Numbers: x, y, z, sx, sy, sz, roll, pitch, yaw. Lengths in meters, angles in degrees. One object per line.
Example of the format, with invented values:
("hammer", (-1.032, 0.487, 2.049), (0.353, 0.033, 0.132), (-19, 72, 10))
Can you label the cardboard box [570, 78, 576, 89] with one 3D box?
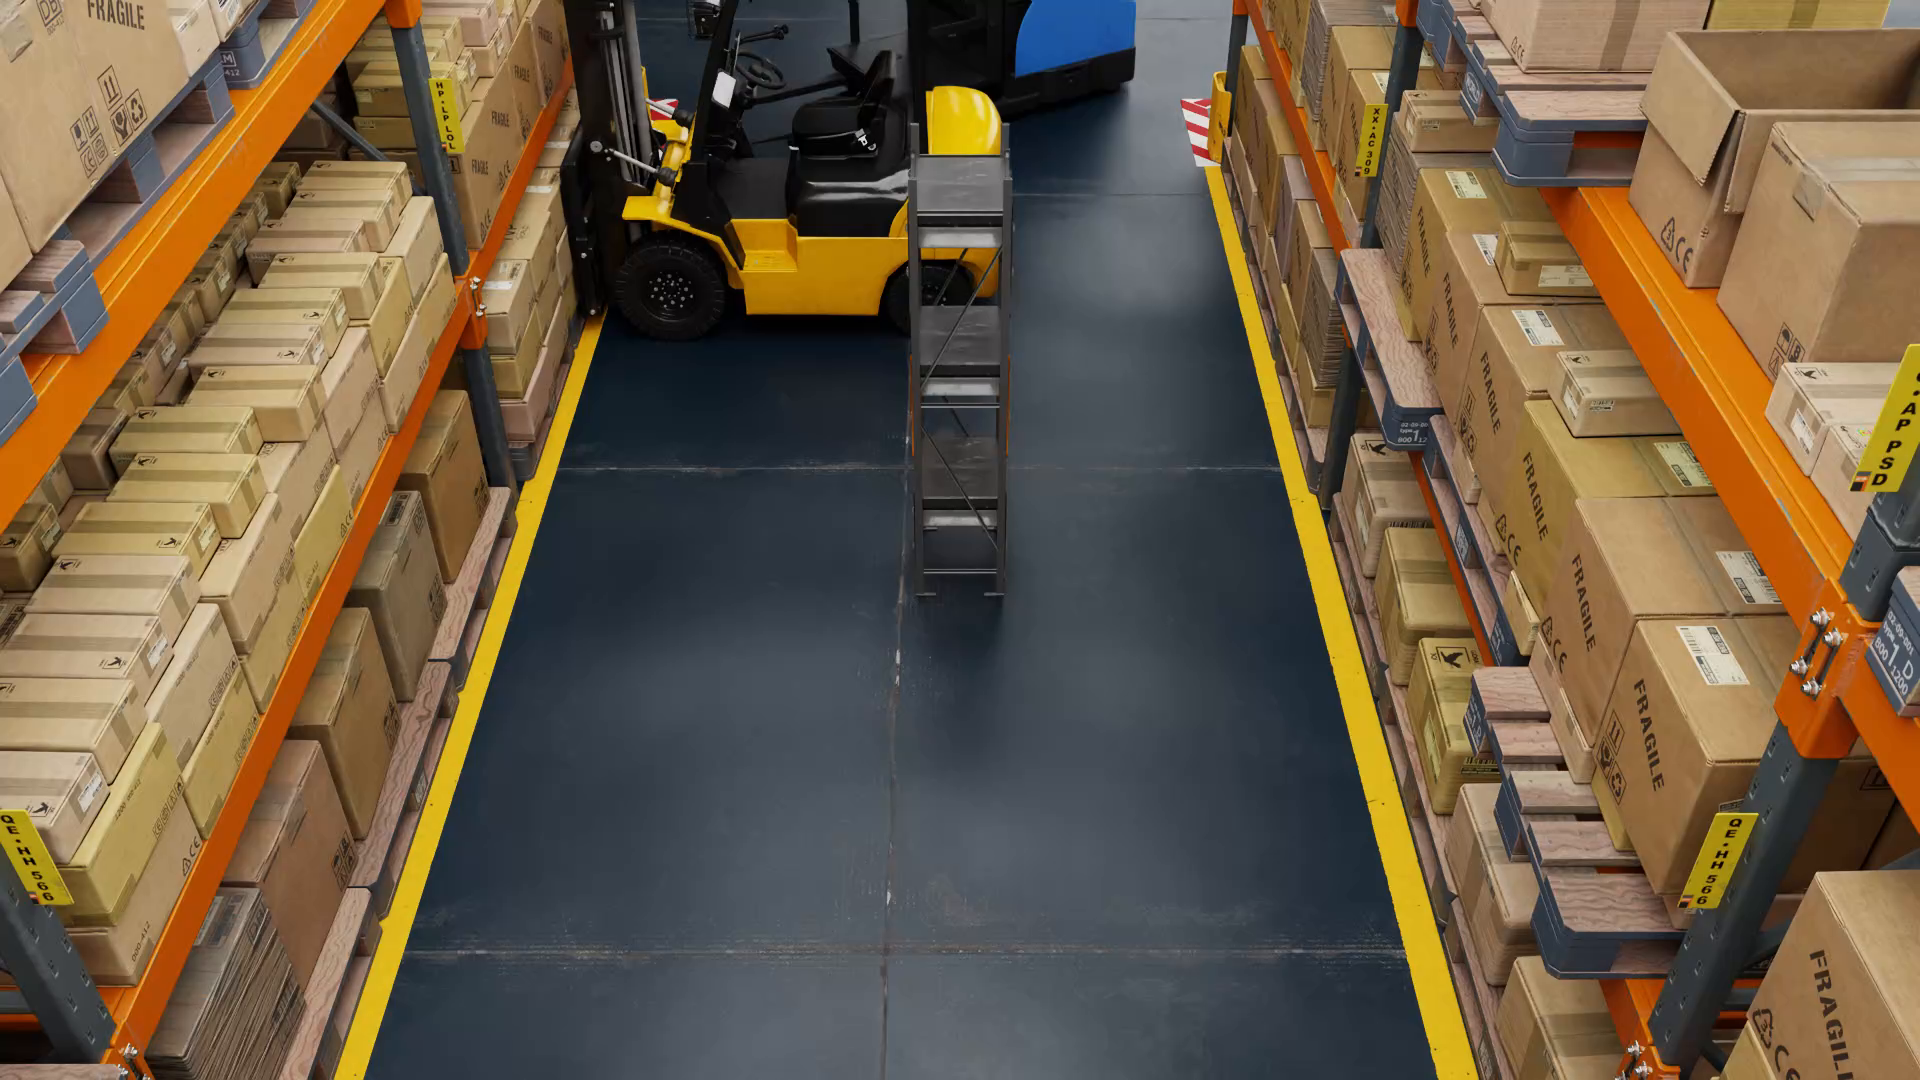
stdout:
("cardboard box", (-2.373, -2.718, 10.052), (0.500, 0.250, 0.500), (1, 39, 1))

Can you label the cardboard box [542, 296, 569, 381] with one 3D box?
("cardboard box", (-2.373, -1.054, 8.775), (0.500, 0.250, 0.500), (-1, 39, -1))

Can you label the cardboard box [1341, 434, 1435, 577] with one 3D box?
("cardboard box", (2.280, -0.159, 7.561), (0.950, 0.372, 0.625), (0, 39, 1))

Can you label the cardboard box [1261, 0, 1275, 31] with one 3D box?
("cardboard box", (1.953, -3.057, 9.612), (0.380, 0.149, 0.250), (1, 39, 1))

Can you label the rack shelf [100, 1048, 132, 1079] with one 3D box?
("rack shelf", (-2.680, 2.690, 2.815), (1.077, 0.370, 4.000), (0, 39, 0))

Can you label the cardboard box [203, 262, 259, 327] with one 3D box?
("cardboard box", (-2.952, -0.847, 6.374), (0.500, 0.250, 0.500), (0, 39, -1))

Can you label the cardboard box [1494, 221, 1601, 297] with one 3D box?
("cardboard box", (2.028, -0.947, 5.606), (0.380, 0.149, 0.250), (2, 39, 2))

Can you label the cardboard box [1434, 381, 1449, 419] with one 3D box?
("cardboard box", (1.988, -0.574, 6.178), (0.380, 0.149, 0.250), (1, 39, 1))

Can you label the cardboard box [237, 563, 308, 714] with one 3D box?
("cardboard box", (-2.442, 0.303, 5.338), (0.500, 0.250, 0.500), (-1, 39, -2))

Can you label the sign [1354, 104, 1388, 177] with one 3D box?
("sign", (1.734, -1.681, 7.002), (0.100, 0.325, 0.005), (0, 39, 0))

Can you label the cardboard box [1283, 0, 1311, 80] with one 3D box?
("cardboard box", (2.010, -2.748, 8.708), (0.500, 0.500, 0.500), (-1, 39, -1))

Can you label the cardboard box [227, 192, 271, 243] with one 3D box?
("cardboard box", (-2.953, -1.247, 6.554), (0.380, 0.149, 0.250), (-1, 39, -2))

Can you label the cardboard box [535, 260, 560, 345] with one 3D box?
("cardboard box", (-2.381, -1.246, 8.615), (0.500, 0.250, 0.500), (0, 39, 0))

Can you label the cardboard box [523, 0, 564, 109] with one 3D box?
("cardboard box", (-2.425, -2.616, 8.781), (0.500, 0.500, 0.500), (0, 39, 0))

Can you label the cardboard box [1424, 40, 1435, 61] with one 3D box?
("cardboard box", (2.514, -2.488, 7.585), (0.700, 0.500, 0.500), (0, 39, 0))

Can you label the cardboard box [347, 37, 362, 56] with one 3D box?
("cardboard box", (-2.962, -2.273, 7.596), (0.380, 0.149, 0.250), (0, 39, 0))

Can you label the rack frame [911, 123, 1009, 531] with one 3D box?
("rack frame", (0.000, -0.868, 7.400), (0.400, 2.100, 0.015), (0, 39, 0))

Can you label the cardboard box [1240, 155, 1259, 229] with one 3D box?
("cardboard box", (1.989, -2.117, 10.101), (0.500, 0.250, 0.500), (1, 39, 2))

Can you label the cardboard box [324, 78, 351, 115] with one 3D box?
("cardboard box", (-2.979, -1.992, 7.484), (0.380, 0.149, 0.250), (-1, 39, -1))

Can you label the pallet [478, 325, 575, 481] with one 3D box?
("pallet", (-2.646, -0.752, 8.765), (1.003, 0.211, 1.213), (0, 39, 0))

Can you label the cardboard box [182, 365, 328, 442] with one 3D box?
("cardboard box", (-2.356, -0.456, 5.568), (0.380, 0.149, 0.250), (-1, 39, -1))

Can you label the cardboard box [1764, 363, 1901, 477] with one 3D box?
("cardboard box", (2.062, -0.272, 3.738), (0.380, 0.149, 0.250), (0, 39, 0))

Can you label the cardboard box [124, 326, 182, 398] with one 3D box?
("cardboard box", (-2.953, -0.617, 5.769), (0.380, 0.149, 0.250), (0, 39, 0))

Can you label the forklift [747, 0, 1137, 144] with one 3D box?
("forklift", (-0.264, -4.230, 10.930), (3.031, 2.935, 1.130), (-21, 43, -24))

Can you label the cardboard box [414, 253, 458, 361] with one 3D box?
("cardboard box", (-2.425, -0.969, 6.926), (0.500, 0.250, 0.500), (1, 39, 1))

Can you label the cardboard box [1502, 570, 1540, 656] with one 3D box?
("cardboard box", (1.921, 0.228, 5.178), (0.380, 0.149, 0.250), (1, 39, 1))

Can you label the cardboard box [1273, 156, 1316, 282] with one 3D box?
("cardboard box", (2.004, -1.739, 9.030), (0.500, 0.500, 0.500), (2, 39, 2))

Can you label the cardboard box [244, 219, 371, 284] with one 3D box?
("cardboard box", (-2.499, -1.107, 6.379), (0.380, 0.149, 0.250), (0, 39, 0))

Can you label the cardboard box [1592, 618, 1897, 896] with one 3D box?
("cardboard box", (2.003, 0.550, 4.257), (0.500, 0.500, 0.500), (-1, 39, -1))

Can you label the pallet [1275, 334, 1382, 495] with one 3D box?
("pallet", (2.241, -0.680, 8.675), (1.003, 0.211, 1.213), (0, 39, 0))

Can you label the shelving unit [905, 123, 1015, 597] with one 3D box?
("shelving unit", (0.000, -0.716, 7.210), (0.431, 2.100, 0.503), (0, 39, 0))

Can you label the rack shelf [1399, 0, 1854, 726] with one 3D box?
("rack shelf", (2.279, -0.987, 5.006), (1.077, 0.370, 4.000), (0, 39, 0))

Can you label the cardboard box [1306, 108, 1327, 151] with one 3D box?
("cardboard box", (1.967, -2.086, 8.401), (0.380, 0.149, 0.250), (-1, 39, -1))

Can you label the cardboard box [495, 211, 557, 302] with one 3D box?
("cardboard box", (-2.364, -1.446, 8.465), (0.500, 0.250, 0.500), (0, 39, 0))

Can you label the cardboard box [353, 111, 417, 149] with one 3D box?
("cardboard box", (-2.424, -1.834, 7.287), (0.380, 0.149, 0.250), (-1, 39, -1))

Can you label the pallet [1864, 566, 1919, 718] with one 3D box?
("pallet", (2.335, 0.459, 2.777), (1.213, 0.211, 1.003), (2, 39, 2))

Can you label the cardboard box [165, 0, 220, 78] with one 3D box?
("cardboard box", (-2.381, -1.448, 4.790), (0.380, 0.149, 0.250), (0, 39, -1))

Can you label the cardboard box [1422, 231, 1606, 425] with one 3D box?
("cardboard box", (1.978, -0.752, 5.881), (0.500, 0.500, 0.500), (0, 39, 0))

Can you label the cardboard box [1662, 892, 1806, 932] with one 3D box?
("cardboard box", (2.046, 0.882, 4.361), (0.380, 0.149, 0.250), (1, 39, 2))

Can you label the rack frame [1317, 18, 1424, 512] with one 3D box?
("rack frame", (2.277, -1.348, 7.279), (1.000, 3.000, 0.127), (0, 39, 0))

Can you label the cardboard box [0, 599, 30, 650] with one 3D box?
("cardboard box", (-2.963, 0.422, 4.790), (0.500, 0.250, 0.500), (0, 39, 0))

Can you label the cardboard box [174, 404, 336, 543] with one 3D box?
("cardboard box", (-2.446, -0.215, 5.585), (0.500, 0.250, 0.500), (0, 39, 1))

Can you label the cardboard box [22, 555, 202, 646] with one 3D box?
("cardboard box", (-2.429, 0.176, 4.778), (0.380, 0.149, 0.250), (0, 39, 0))

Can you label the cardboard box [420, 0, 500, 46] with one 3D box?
("cardboard box", (-2.388, -2.434, 7.798), (0.380, 0.149, 0.250), (1, 39, 1))

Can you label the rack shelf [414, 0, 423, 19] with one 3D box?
("rack shelf", (-2.689, -3.483, 8.120), (1.077, 0.370, 4.000), (0, 39, 0))

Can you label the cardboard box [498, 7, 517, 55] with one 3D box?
("cardboard box", (-2.379, -2.477, 8.090), (0.380, 0.149, 0.250), (0, 39, -1))

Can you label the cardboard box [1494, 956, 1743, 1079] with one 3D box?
("cardboard box", (2.291, 1.661, 5.289), (0.950, 0.372, 0.625), (-2, 39, -3))

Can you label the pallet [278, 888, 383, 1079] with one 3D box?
("pallet", (-2.644, 1.732, 5.665), (1.003, 0.211, 1.213), (0, 39, 0))

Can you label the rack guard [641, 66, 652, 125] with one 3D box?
("rack guard", (-2.692, -2.883, 11.194), (1.175, 0.500, 0.348), (0, 39, 0))

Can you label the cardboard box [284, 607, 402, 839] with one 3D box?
("cardboard box", (-2.679, 0.702, 6.284), (0.875, 0.625, 0.625), (-2, 39, -2))

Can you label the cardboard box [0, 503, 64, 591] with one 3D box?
("cardboard box", (-2.929, 0.021, 4.972), (0.380, 0.149, 0.250), (0, 39, 0))

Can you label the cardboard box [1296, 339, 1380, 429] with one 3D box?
("cardboard box", (2.007, -0.809, 8.469), (0.500, 0.250, 0.500), (2, 39, 2))

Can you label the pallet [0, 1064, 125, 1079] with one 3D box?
("pallet", (-2.611, 1.658, 3.682), (1.213, 0.211, 1.003), (0, 39, 0))
